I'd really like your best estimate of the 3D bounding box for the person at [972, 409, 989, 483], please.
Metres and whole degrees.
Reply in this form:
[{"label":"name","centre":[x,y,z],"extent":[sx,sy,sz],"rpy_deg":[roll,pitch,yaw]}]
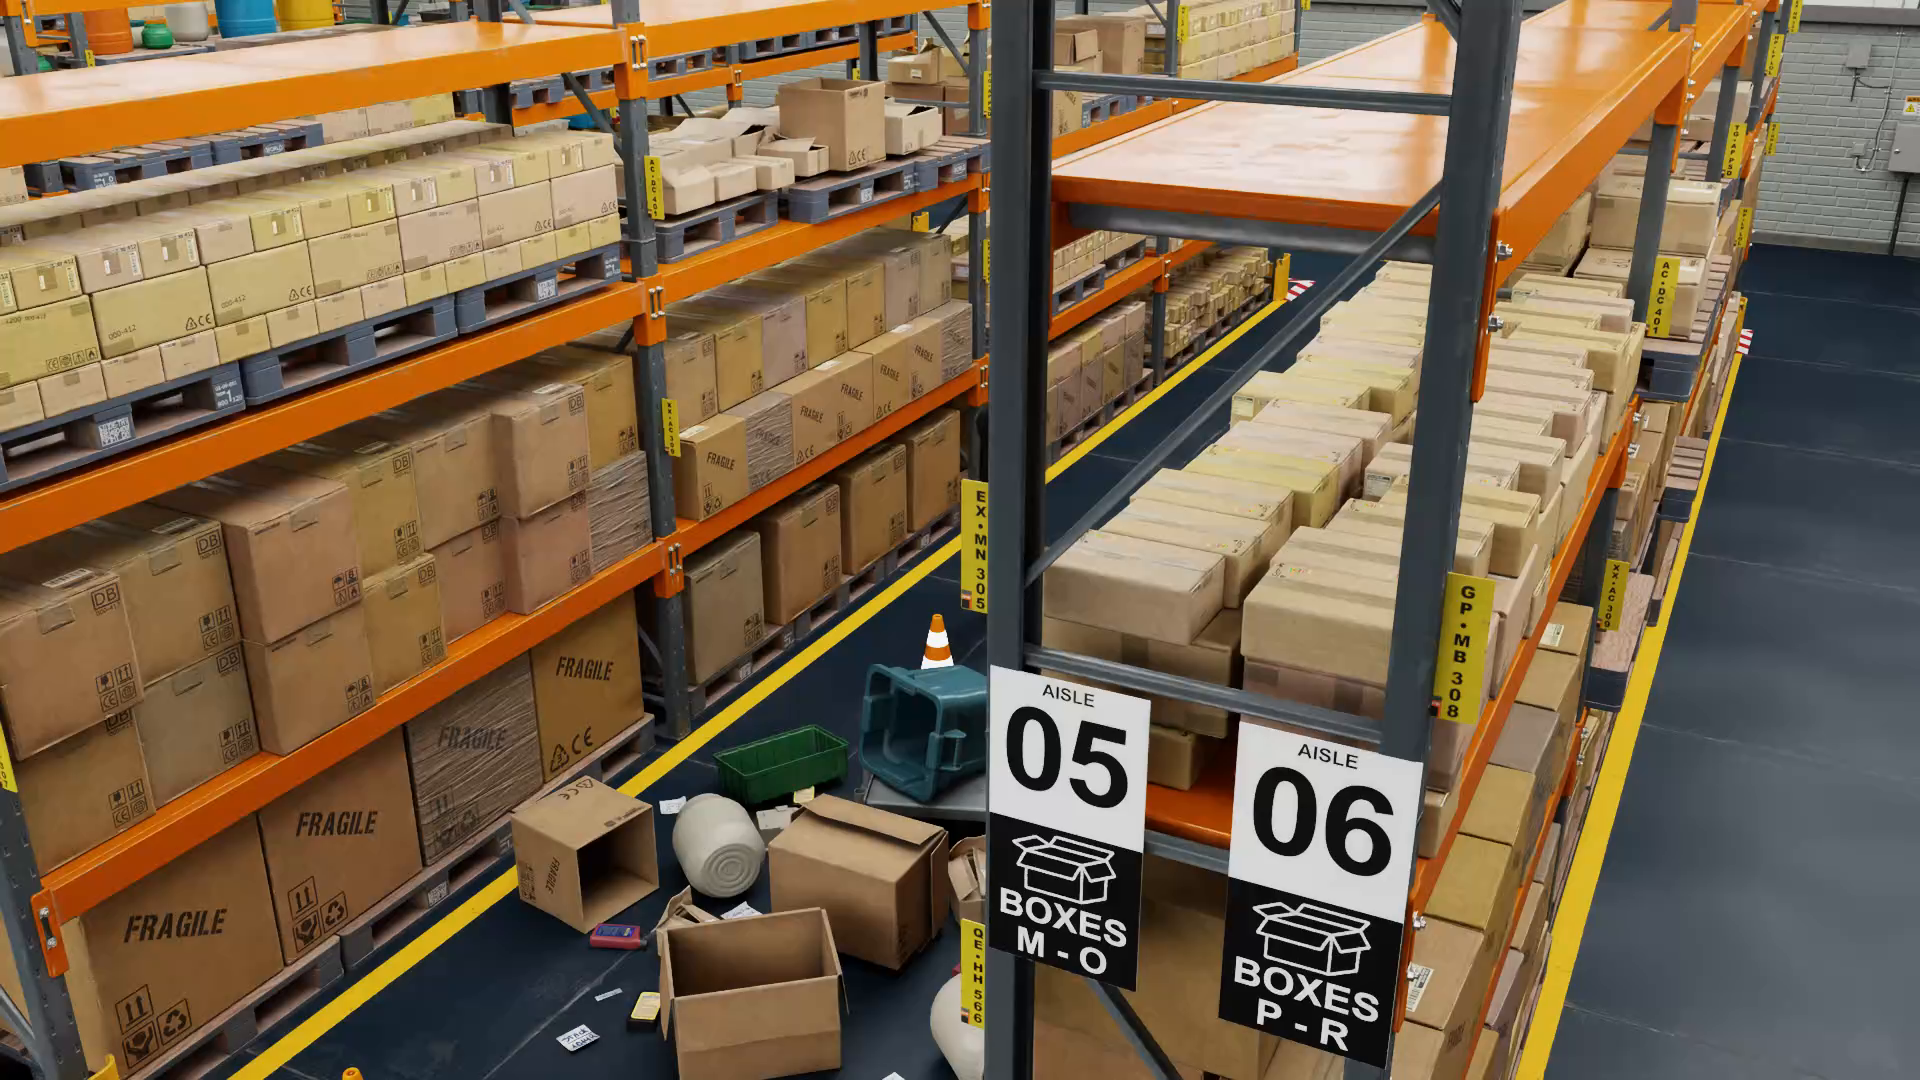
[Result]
[{"label":"person","centre":[0.329,-0.334,11.350],"extent":[0.548,1.672,0.385],"rpy_deg":[11,25,25]}]
